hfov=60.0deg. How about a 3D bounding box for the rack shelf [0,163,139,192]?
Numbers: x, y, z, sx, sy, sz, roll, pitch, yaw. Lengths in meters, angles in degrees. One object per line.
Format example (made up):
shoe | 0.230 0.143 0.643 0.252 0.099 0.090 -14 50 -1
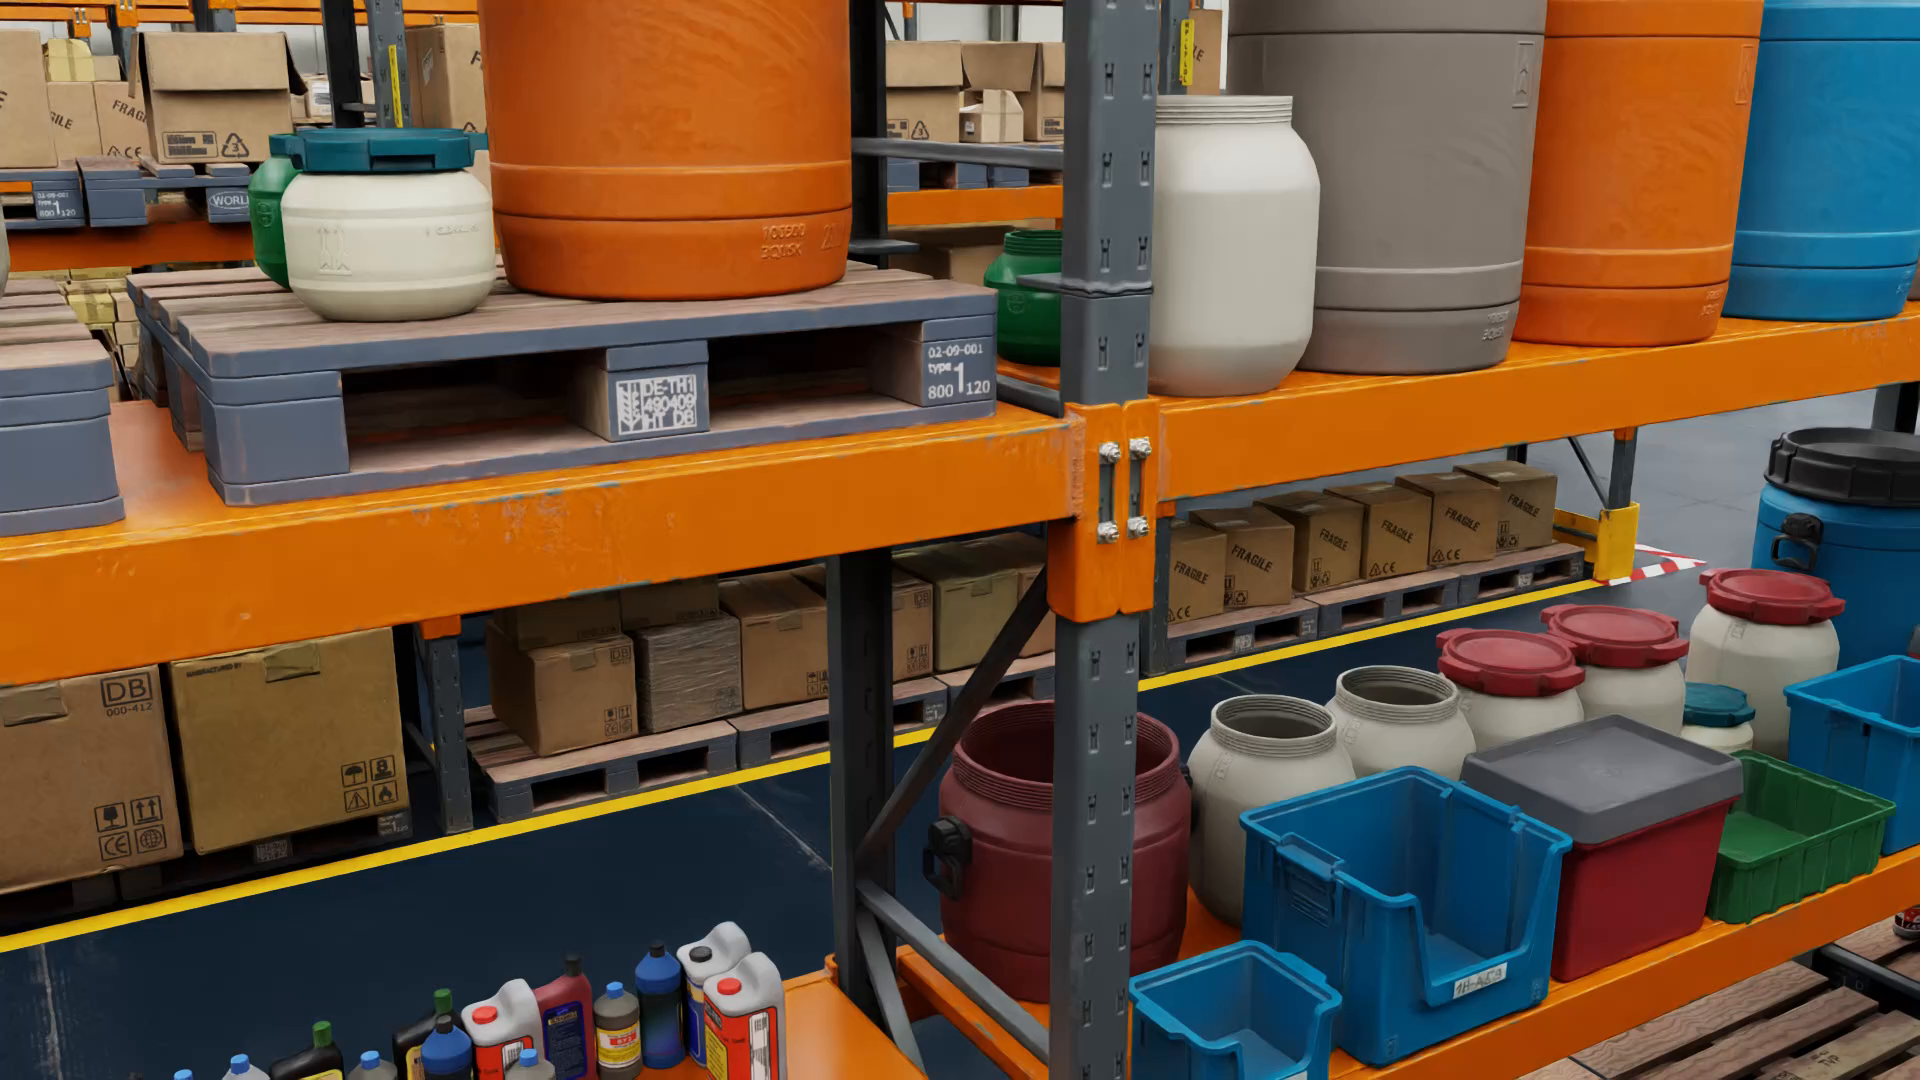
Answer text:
rack shelf | -6.725 -2.196 10.463 4.000 0.370 1.077 -9 18 -30

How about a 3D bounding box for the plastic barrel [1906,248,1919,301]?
plastic barrel | 2.552 -1.099 4.286 0.600 0.901 0.600 0 16 0

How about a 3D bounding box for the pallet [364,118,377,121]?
pallet | -5.689 -4.211 16.667 1.003 0.211 1.213 -9 18 -30

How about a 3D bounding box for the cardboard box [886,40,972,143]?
cardboard box | -0.375 -2.293 8.507 0.637 0.503 0.797 -8 18 -27

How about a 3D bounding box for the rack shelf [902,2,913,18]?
rack shelf | -2.504 -5.882 18.061 4.000 0.370 1.077 -9 18 -30

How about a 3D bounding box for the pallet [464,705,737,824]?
pallet | -1.872 1.020 8.381 1.213 0.211 1.003 -9 18 -30

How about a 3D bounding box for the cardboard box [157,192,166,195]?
cardboard box | -9.865 -4.170 20.342 0.250 0.149 0.380 -9 18 -28

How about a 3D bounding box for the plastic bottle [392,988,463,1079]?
plastic bottle | -1.065 1.045 3.340 0.133 0.283 0.061 -9 18 -30

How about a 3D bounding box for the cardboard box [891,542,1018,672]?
cardboard box | -0.070 0.363 9.372 0.500 0.500 0.700 -9 18 -30

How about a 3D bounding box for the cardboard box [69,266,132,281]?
cardboard box | -7.931 -2.550 15.301 0.500 0.250 0.500 -9 18 -30

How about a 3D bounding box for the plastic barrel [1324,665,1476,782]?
plastic barrel | 1.141 0.626 4.410 0.421 0.512 0.421 0 16 0

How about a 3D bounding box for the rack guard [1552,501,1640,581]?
rack guard | 4.249 -0.113 11.885 0.348 0.500 1.175 -9 18 -30

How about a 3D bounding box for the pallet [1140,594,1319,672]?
pallet | 1.443 0.470 10.340 1.213 0.211 1.003 -9 18 -30

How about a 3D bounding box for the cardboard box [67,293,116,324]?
cardboard box | -5.636 -1.499 10.785 0.250 0.149 0.380 -9 18 -28

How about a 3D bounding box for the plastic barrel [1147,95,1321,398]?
plastic barrel | 0.432 -0.539 3.011 0.421 0.512 0.421 0 16 0

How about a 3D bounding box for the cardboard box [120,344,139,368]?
cardboard box | -5.411 -1.249 10.994 0.250 0.149 0.380 -9 18 -30

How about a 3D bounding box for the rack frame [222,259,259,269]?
rack frame | -5.011 -1.376 11.762 0.127 3.000 1.000 -9 18 -30

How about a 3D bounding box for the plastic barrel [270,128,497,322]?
plastic barrel | -0.836 -0.466 2.435 0.301 0.262 0.301 0 16 0

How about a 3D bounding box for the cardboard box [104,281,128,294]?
cardboard box | -5.736 -1.687 11.454 0.250 0.149 0.380 -10 18 -31

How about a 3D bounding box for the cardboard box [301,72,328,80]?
cardboard box | -7.930 -5.600 20.473 0.500 0.311 0.500 -10 18 -32

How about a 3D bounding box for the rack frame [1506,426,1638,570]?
rack frame | 4.314 -1.327 11.585 0.127 3.000 1.000 -9 18 -30

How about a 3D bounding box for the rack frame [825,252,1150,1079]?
rack frame | 0.008 0.931 3.530 0.127 3.000 1.000 -9 18 -30

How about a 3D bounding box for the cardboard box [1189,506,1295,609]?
cardboard box | 1.736 0.103 10.338 0.500 0.500 0.500 -3 16 -12

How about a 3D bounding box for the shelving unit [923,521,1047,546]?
shelving unit | 0.073 -0.734 12.250 1.048 1.500 0.538 -9 18 -30

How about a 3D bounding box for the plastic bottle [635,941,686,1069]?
plastic bottle | -0.643 0.988 3.565 0.097 0.271 0.097 0 16 0

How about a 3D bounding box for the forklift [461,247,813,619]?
forklift | -2.501 -0.964 10.420 3.031 2.935 1.130 -10 19 -32

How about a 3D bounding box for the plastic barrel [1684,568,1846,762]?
plastic barrel | 2.503 0.392 5.202 0.433 0.535 0.433 0 16 0

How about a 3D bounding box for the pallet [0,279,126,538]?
pallet | -1.829 -0.156 2.202 1.213 0.211 1.003 -9 18 -30

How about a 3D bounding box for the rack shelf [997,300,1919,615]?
rack shelf | 1.722 -0.445 4.214 4.000 0.370 1.077 -9 18 -30

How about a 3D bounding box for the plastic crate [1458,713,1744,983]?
plastic crate | 1.551 0.747 4.070 0.583 0.464 0.402 -9 18 -30

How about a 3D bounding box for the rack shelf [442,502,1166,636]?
rack shelf | -0.829 -0.146 8.707 4.000 0.370 1.077 -9 18 -30

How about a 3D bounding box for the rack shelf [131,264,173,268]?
rack shelf | -8.492 -3.587 20.982 4.000 0.370 1.077 -9 18 -30

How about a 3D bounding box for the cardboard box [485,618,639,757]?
cardboard box | -1.979 0.679 8.245 0.500 0.500 0.700 -10 19 -33

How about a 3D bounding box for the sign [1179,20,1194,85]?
sign | 1.175 -2.526 8.618 0.005 0.325 0.100 -9 18 -30

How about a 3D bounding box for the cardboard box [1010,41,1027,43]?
cardboard box | 0.425 -4.109 13.977 0.250 0.149 0.380 -9 18 -29

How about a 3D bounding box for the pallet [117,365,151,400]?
pallet | -5.567 -1.160 11.347 1.003 0.211 1.213 -9 18 -30

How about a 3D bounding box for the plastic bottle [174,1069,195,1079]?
plastic bottle | -1.435 1.117 3.107 0.097 0.271 0.097 0 16 0

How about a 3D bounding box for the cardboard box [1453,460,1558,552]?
cardboard box | 3.771 -0.242 11.570 0.500 0.500 0.500 -6 17 -19

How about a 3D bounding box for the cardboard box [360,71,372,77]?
cardboard box | -4.269 -3.243 12.065 0.500 0.311 0.500 -9 18 -30

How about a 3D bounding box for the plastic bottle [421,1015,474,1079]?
plastic bottle | -1.008 1.067 3.285 0.097 0.271 0.097 0 16 0

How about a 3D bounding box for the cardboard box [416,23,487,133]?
cardboard box | -2.008 -1.954 7.153 0.500 0.500 0.500 -9 18 -29

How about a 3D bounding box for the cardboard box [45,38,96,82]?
cardboard box | -5.656 -3.046 10.559 0.258 0.266 0.396 -9 18 -30

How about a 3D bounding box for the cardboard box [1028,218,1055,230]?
cardboard box | 0.535 -2.894 14.897 0.550 0.550 0.875 -9 18 -30

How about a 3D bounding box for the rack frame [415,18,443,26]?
rack frame | -6.777 -7.100 21.067 0.127 3.000 1.000 -9 18 -30

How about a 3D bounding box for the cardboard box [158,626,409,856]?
cardboard box | -3.145 0.697 7.523 0.875 0.875 1.225 -10 19 -32

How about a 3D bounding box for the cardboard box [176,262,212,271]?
cardboard box | -7.272 -2.591 15.783 0.250 0.149 0.380 -10 19 -33

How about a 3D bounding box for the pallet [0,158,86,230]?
pallet | -4.025 -1.310 6.319 1.213 0.211 1.003 -8 18 -27
